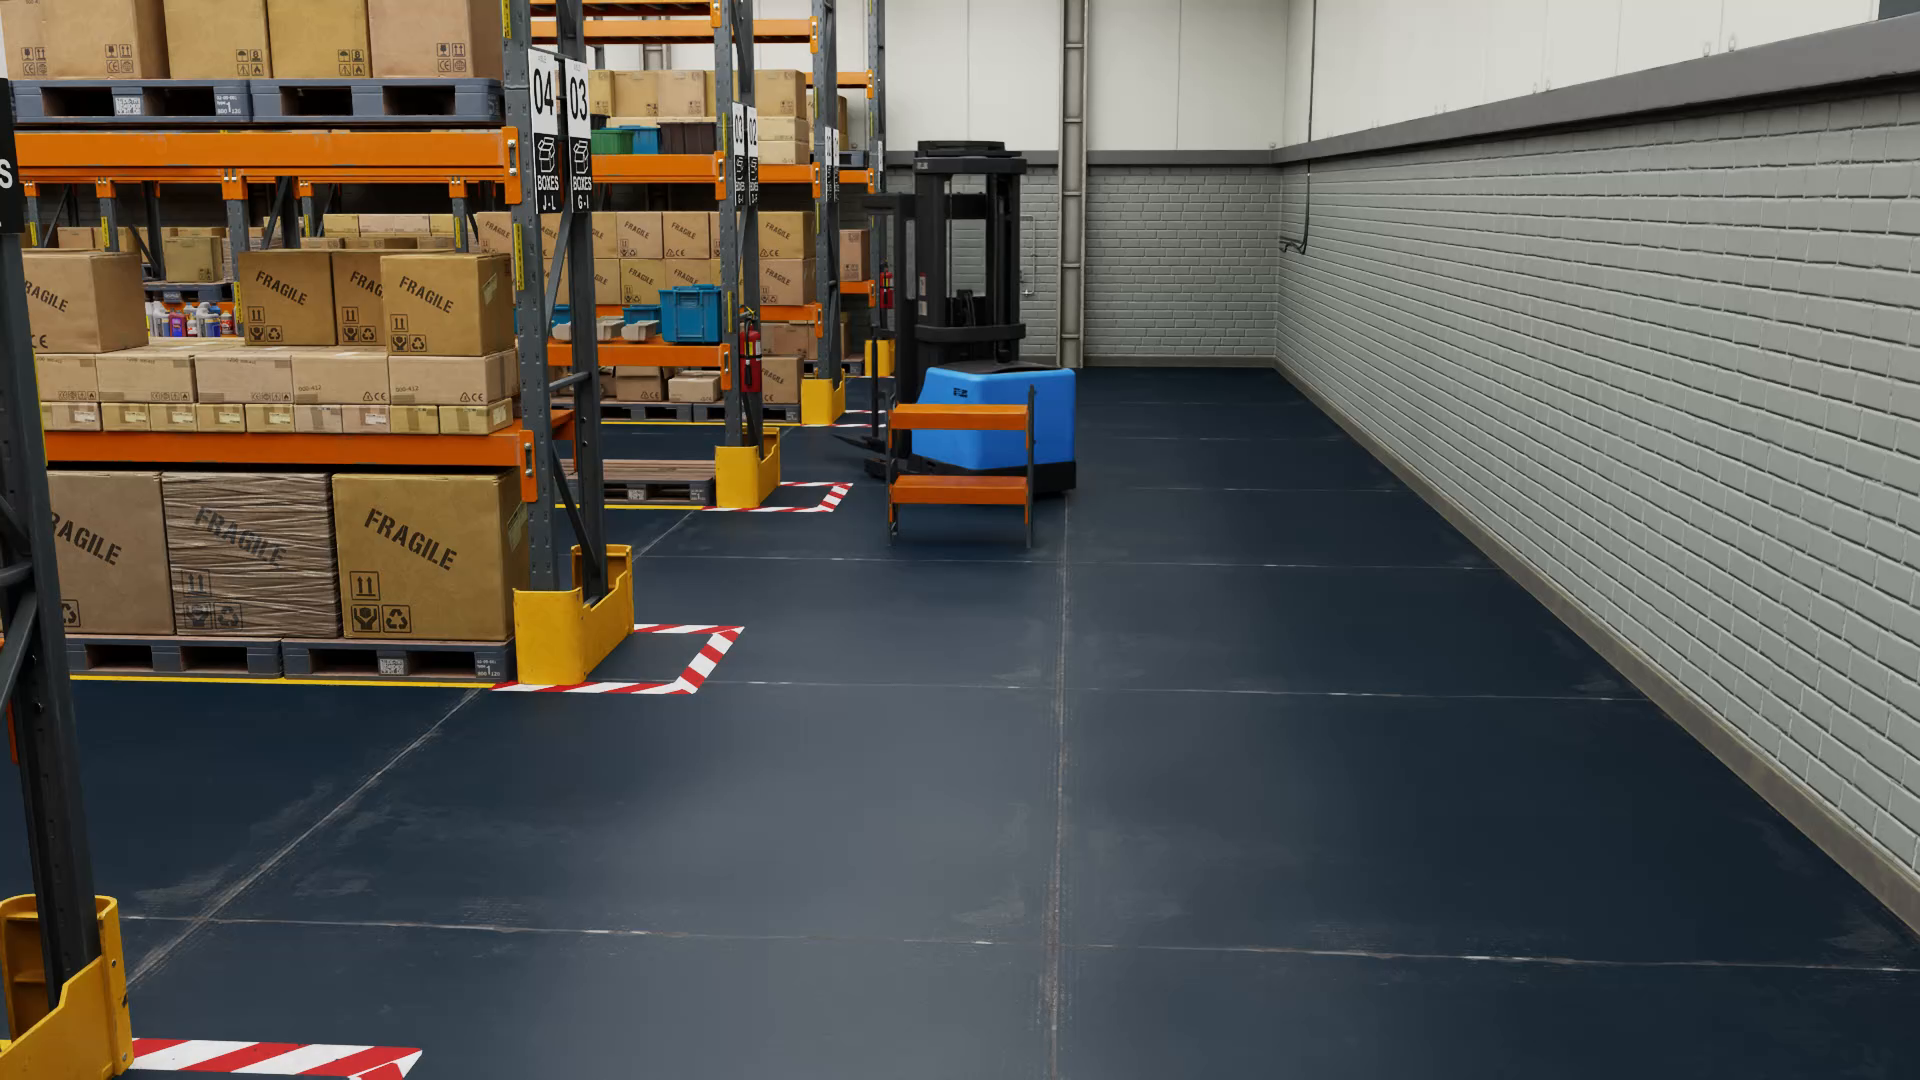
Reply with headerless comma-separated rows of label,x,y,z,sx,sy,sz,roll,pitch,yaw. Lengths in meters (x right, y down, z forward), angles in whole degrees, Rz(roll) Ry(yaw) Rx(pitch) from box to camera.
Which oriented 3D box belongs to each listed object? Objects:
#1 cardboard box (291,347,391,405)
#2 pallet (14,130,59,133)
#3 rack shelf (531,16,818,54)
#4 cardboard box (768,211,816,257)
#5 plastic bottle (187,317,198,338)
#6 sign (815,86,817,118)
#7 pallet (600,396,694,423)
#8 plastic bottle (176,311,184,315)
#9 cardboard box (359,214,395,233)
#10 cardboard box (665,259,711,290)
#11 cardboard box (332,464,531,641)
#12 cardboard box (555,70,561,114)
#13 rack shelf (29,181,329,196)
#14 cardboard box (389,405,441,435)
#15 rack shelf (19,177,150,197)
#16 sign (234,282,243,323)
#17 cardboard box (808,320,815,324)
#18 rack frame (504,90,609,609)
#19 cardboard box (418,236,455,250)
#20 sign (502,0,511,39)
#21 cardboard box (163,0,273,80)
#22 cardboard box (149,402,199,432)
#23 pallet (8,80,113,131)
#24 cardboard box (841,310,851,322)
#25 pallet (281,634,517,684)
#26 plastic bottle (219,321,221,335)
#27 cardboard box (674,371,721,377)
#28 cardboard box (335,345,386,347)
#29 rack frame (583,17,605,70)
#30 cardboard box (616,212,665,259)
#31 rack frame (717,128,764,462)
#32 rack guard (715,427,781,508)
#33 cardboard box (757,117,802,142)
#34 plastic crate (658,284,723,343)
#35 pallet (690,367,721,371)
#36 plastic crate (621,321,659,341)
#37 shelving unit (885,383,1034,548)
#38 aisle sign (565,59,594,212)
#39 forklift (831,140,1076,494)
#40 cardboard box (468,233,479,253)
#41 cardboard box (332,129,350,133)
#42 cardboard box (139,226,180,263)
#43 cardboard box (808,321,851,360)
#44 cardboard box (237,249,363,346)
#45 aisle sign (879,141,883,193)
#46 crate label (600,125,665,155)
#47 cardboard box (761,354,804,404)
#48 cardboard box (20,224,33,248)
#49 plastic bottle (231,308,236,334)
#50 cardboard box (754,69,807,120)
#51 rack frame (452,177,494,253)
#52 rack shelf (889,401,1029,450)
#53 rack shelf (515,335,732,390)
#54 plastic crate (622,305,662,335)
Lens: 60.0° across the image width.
cardboard box,-3.142,-0.863,8.710,0.500,0.250,0.500,1,12,3
pallet,-7.716,-3.280,13.756,1.213,0.211,1.003,1,12,4
rack shelf,-3.465,-5.466,18.183,4.000,0.370,1.077,1,12,4
cardboard box,-1.894,-3.454,18.767,0.500,0.500,0.500,1,12,5
plastic bottle,-6.327,-1.736,13.728,0.097,0.201,0.097,0,12,0
sign,-1.526,-4.644,17.654,0.005,0.325,0.100,1,12,4
pallet,-3.555,-1.519,19.017,1.213,0.211,1.003,1,12,4
plastic bottle,-6.808,-1.899,14.504,0.097,0.201,0.097,0,12,0
cardboard box,-8.152,-4.482,23.519,0.500,0.250,0.500,1,12,3
cardboard box,-2.950,-2.869,18.415,0.500,0.500,0.500,1,12,4
cardboard box,-2.779,0.010,9.057,0.875,0.875,0.875,1,12,4
cardboard box,-4.483,-4.882,18.269,0.500,0.500,0.700,1,12,4
rack shelf,-11.120,-5.120,23.852,4.000,0.370,1.077,1,12,4
cardboard box,-2.772,-0.650,8.661,0.250,0.149,0.380,1,12,4
rack shelf,-11.447,-4.108,19.013,4.000,0.370,1.077,1,12,4
sign,-5.834,-1.921,13.452,0.005,0.325,0.100,1,12,4
cardboard box,-1.987,-3.121,23.356,0.250,0.149,0.380,1,12,3
rack frame,-2.135,-0.832,8.918,0.127,3.000,1.000,1,12,4
cardboard box,-5.918,-3.217,19.051,0.500,0.500,0.700,-3,12,-15
sign,-2.185,-2.584,8.000,0.005,0.325,0.100,1,12,4
cardboard box,-3.730,-2.629,8.670,0.500,0.500,0.700,0,12,0
cardboard box,-4.037,-0.667,8.746,0.250,0.149,0.380,1,12,5
pallet,-5.310,-2.298,8.818,1.213,0.211,1.003,1,12,4
cardboard box,-1.709,-3.195,23.713,0.250,0.149,0.380,1,12,4
pallet,-2.938,0.538,9.180,1.213,0.211,1.003,1,12,4
plastic bottle,-6.220,-1.766,13.871,0.097,0.201,0.097,0,12,0
cardboard box,-2.991,-1.804,19.207,0.500,0.250,0.500,1,12,4
cardboard box,-3.115,-0.971,9.226,0.500,0.250,0.500,1,12,3
rack frame,-5.133,-6.859,23.078,0.127,3.000,1.000,1,12,4
cardboard box,-3.466,-3.364,18.336,0.500,0.500,0.500,1,12,6
rack frame,-1.804,-1.844,13.755,0.127,3.000,1.000,1,12,4
rack guard,-1.779,-0.622,14.023,0.348,0.500,1.175,1,12,4
cardboard box,-1.999,-4.450,18.034,0.500,0.250,0.500,1,12,4
plastic crate,-2.151,-1.857,13.585,0.499,0.435,0.616,1,12,4
pallet,-3.159,-2.515,23.775,1.213,0.211,1.003,1,12,4
plastic crate,-2.630,-1.718,13.653,0.243,0.136,0.396,1,12,4
shelving unit,0.007,-0.550,12.152,1.048,1.125,0.538,1,12,4
aisle sign,-2.043,-2.165,8.940,0.004,0.787,0.394,1,12,4
forklift,-0.198,-2.010,14.718,1.130,2.935,3.031,-7,14,-30
cardboard box,-6.621,-4.095,23.499,0.500,0.500,0.500,1,12,4
cardboard box,-6.626,-4.708,18.610,0.600,0.600,0.600,1,12,3
cardboard box,-11.393,-4.270,24.038,0.500,0.500,0.700,2,12,12
cardboard box,-1.847,-2.839,23.592,0.500,0.500,0.700,1,12,4
cardboard box,-3.612,-1.345,9.182,0.500,0.500,0.500,0,12,2
aisle sign,-1.090,-5.078,22.867,0.004,0.787,0.394,1,12,4
crate label,-2.703,-3.318,13.840,0.502,0.251,0.408,1,12,4
cardboard box,-2.028,-1.804,18.599,0.500,0.500,0.500,1,12,4
cardboard box,-13.608,-4.278,23.881,0.500,0.500,0.500,1,12,4
plastic bottle,-6.266,-1.935,14.478,0.133,0.283,0.061,1,12,4
cardboard box,-1.983,-4.866,18.191,0.500,0.500,0.700,1,12,4
rack frame,-5.460,-2.910,18.854,0.127,3.000,1.000,1,12,4
rack shelf,0.007,-0.837,12.093,1.000,0.278,0.538,1,12,4
rack shelf,-3.800,-1.519,13.960,4.000,0.370,1.077,1,12,4
plastic crate,-2.685,-1.871,14.147,0.300,0.233,0.416,1,12,4
